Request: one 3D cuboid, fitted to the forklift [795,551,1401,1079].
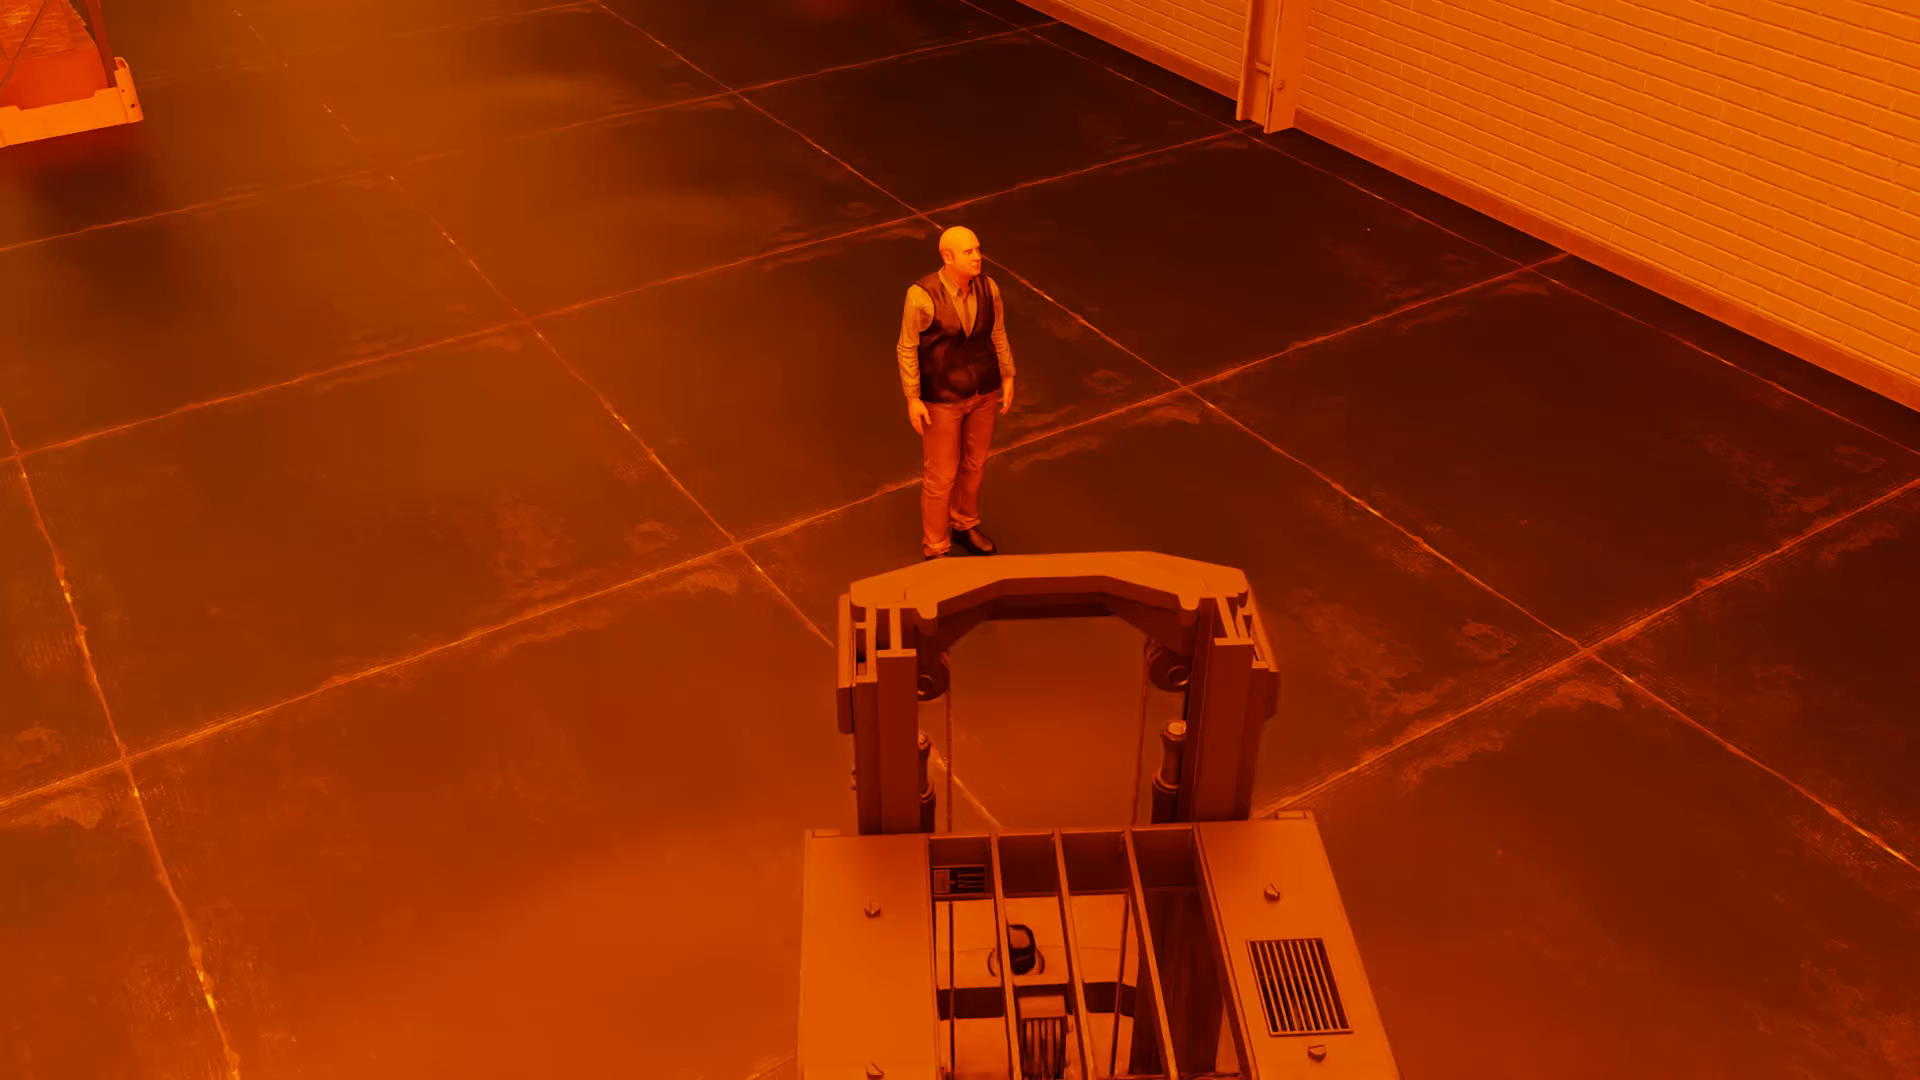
[{"bbox_3d":[0.230,1.608,3.859,1.130,2.935,3.031,-2,35,-3],"label":"forklift"}]

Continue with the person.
[{"bbox_3d":[0.027,-0.678,8.152,0.632,1.720,0.568,-21,40,-27],"label":"person"}]
